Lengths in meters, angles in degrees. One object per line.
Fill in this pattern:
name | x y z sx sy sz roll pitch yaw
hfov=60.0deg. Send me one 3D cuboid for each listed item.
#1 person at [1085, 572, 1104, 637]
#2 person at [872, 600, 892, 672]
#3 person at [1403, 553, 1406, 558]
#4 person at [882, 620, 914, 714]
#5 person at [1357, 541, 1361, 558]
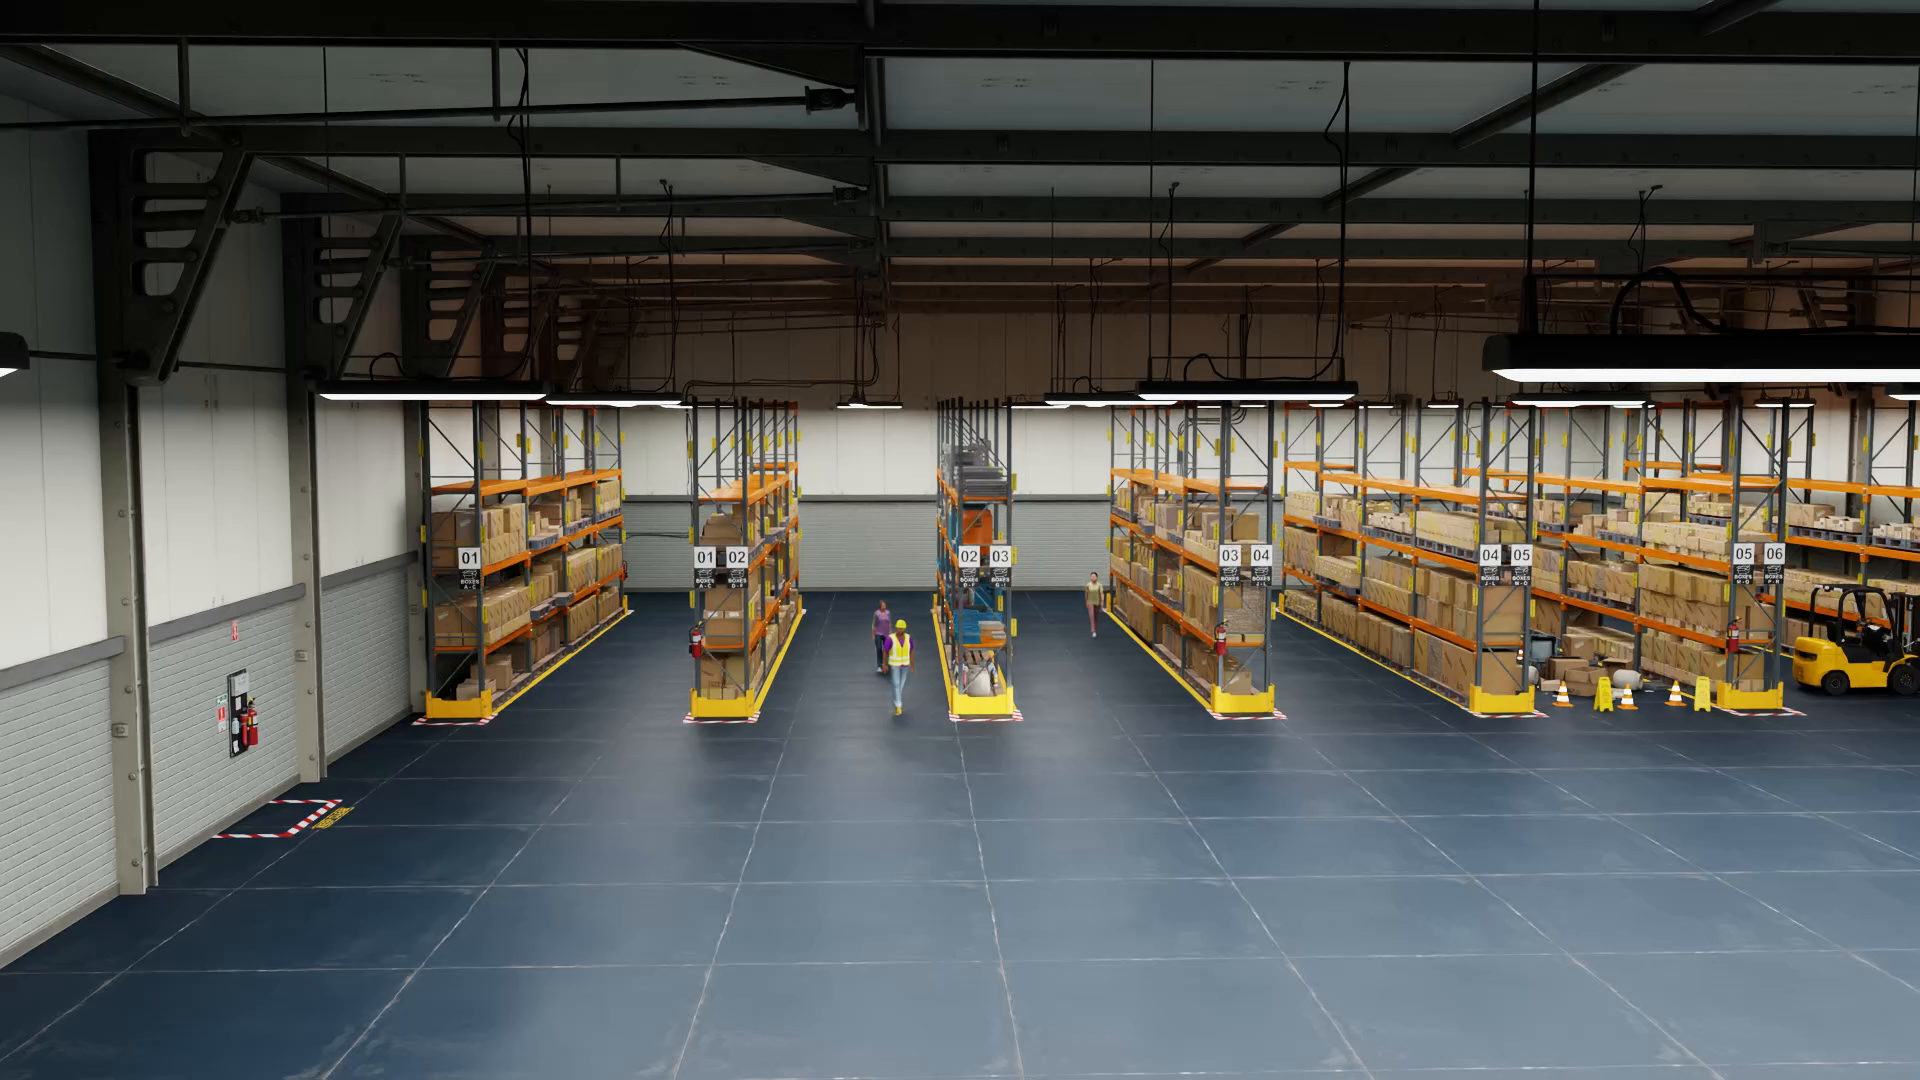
person | 3.443 1.632 42.395 0.457 1.599 1.045 0 4 -4
person | -1.732 2.093 36.803 0.454 1.557 0.840 -1 5 -18
person | 12.363 1.255 46.456 0.439 1.767 0.601 4 6 42
person | -1.143 2.392 31.722 0.591 1.737 0.908 -2 5 -28
person | 12.312 0.872 51.635 0.742 1.704 0.548 -4 6 -41
